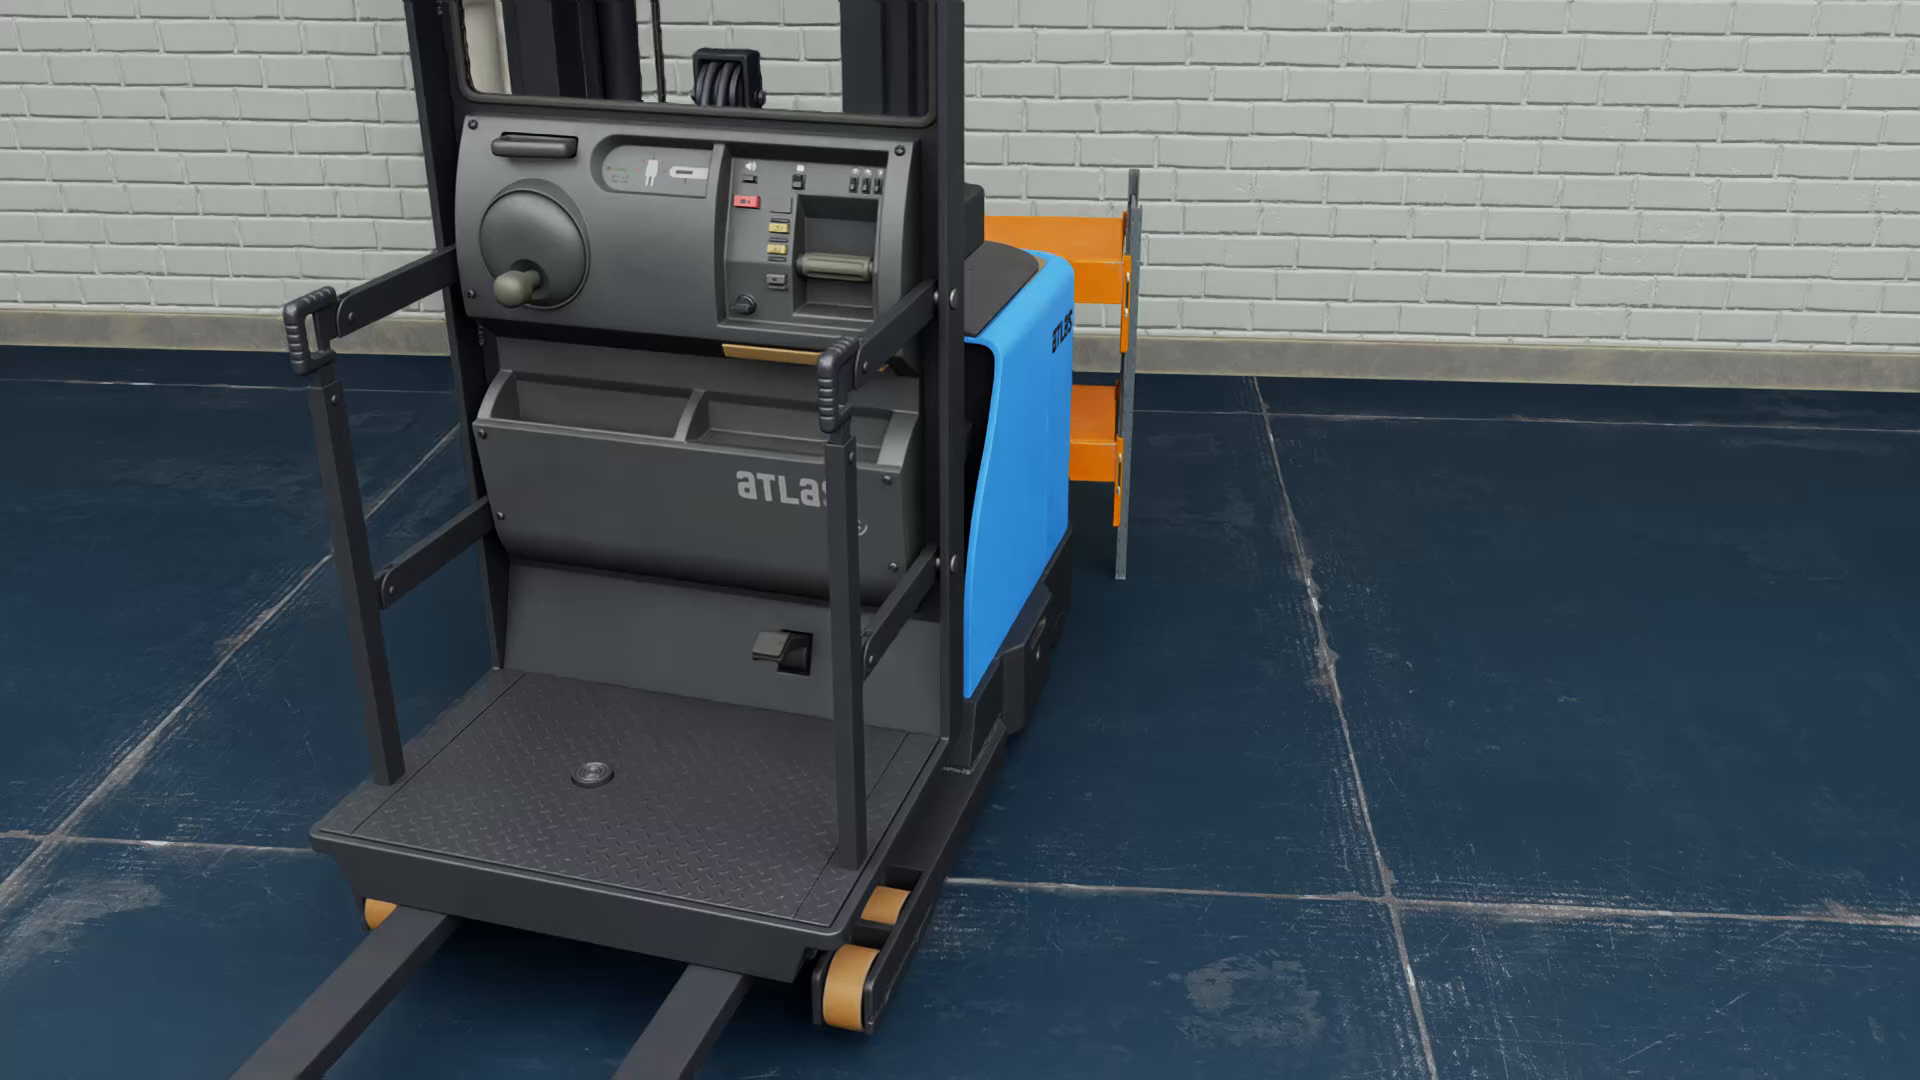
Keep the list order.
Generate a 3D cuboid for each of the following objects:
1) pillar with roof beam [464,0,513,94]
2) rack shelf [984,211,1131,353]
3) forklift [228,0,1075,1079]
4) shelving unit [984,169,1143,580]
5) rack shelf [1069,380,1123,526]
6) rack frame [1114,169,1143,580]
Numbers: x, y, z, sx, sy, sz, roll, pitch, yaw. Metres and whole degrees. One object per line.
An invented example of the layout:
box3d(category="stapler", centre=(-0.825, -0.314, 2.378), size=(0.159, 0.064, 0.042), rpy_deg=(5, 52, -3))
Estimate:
box3d(category="pillar with roof beam", centre=(-2.144, -2.998, 1.000), size=(0.400, 9.000, 9.100), rpy_deg=(2, 25, 4))
box3d(category="rack shelf", centre=(-0.006, -0.778, 4.894), size=(1.000, 0.278, 0.538), rpy_deg=(2, 25, 4))
box3d(category="forklift", centre=(-0.597, -0.571, 2.985), size=(1.130, 2.935, 3.031), rpy_deg=(7, 26, 15))
box3d(category="shelving unit", centre=(-0.006, -0.512, 5.017), size=(1.048, 1.125, 0.538), rpy_deg=(2, 25, 4))
box3d(category="rack shelf", centre=(-0.006, -0.290, 5.119), size=(1.000, 0.278, 0.538), rpy_deg=(2, 25, 4))
box3d(category="rack frame", centre=(0.501, -0.495, 4.979), size=(0.032, 1.125, 0.500), rpy_deg=(2, 25, 4))
